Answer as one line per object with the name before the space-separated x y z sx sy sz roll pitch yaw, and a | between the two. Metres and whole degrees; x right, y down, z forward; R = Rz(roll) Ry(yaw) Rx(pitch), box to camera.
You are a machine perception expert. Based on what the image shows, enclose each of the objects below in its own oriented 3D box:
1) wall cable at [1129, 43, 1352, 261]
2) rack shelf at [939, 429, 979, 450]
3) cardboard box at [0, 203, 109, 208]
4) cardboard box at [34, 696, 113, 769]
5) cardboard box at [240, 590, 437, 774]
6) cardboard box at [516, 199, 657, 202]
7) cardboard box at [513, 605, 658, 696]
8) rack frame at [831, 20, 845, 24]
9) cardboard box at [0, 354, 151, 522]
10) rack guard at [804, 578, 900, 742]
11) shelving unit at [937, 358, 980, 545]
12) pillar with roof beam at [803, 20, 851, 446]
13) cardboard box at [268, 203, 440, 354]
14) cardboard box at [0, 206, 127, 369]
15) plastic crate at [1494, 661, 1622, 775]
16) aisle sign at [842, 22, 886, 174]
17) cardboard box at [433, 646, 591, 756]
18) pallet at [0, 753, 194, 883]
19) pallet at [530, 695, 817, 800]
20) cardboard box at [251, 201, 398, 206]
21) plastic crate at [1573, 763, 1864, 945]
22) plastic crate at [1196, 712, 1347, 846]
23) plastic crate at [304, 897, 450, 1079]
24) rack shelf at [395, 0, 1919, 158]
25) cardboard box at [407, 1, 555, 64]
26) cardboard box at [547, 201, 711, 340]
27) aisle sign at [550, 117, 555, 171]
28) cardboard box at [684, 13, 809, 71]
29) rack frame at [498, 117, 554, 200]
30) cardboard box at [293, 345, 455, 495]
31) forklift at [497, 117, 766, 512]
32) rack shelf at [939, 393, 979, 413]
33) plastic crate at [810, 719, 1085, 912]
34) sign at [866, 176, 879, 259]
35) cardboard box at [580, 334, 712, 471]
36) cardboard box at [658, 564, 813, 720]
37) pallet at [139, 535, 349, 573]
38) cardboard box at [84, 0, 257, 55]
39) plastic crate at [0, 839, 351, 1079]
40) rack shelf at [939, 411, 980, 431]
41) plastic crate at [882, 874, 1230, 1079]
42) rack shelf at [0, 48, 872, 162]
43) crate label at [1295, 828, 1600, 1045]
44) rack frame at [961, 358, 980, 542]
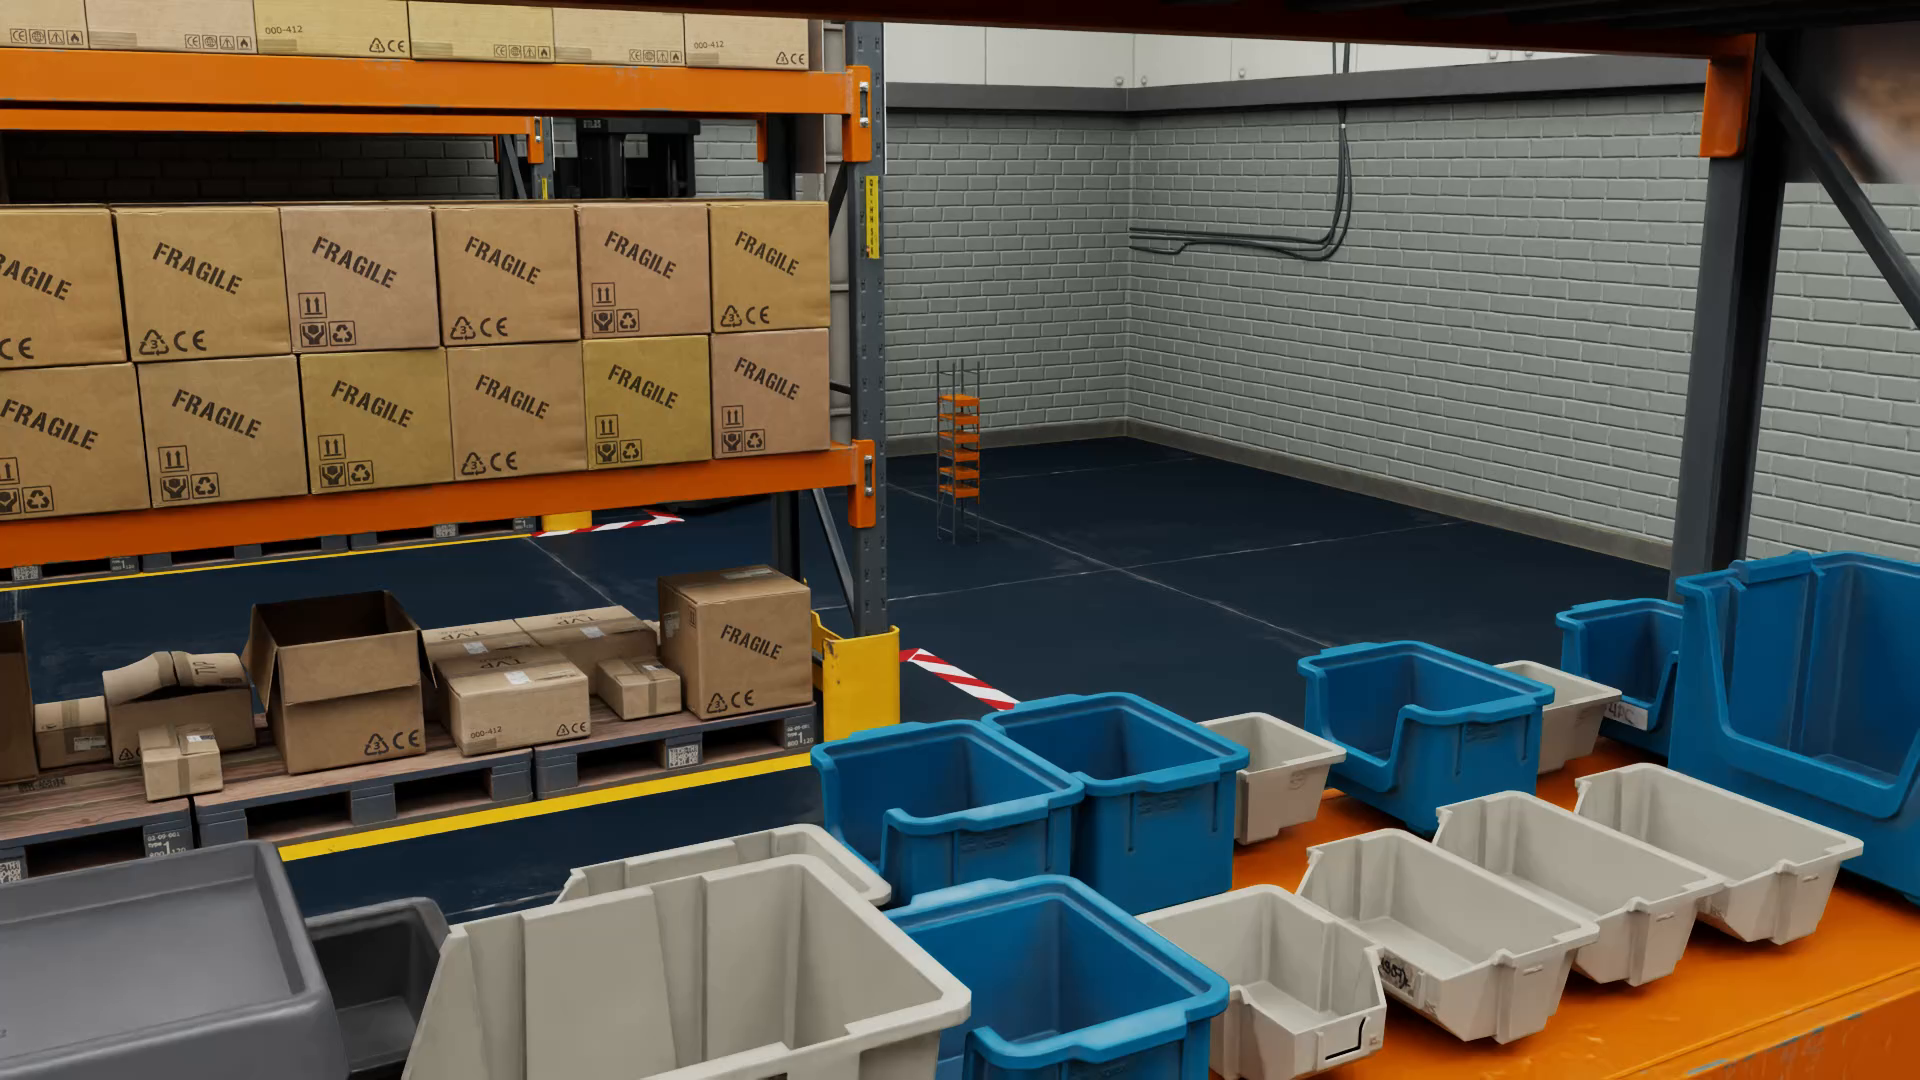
wall cable | 2.158 -3.580 13.592 0.112 2.526 3.097 -7 14 -28
rack shelf | -0.013 -0.658 10.954 0.180 0.103 0.258 -7 14 -28
cardboard box | -3.344 -0.961 6.041 0.500 0.500 0.500 -7 15 -29
cardboard box | -3.447 0.744 6.463 0.250 0.149 0.380 -7 14 -28
cardboard box | -2.465 0.538 6.571 0.637 0.503 0.797 -7 14 -28
cardboard box | -1.572 -1.172 6.979 0.500 0.500 0.500 -7 14 -27
cardboard box | -1.653 0.494 7.341 0.500 0.250 0.500 -7 14 -28
rack frame | -0.601 -3.614 6.673 0.127 3.000 1.000 -7 14 -28
cardboard box | -3.086 -0.371 5.698 0.500 0.500 0.500 -7 14 -27
rack guard | -0.668 0.540 7.571 0.348 0.500 1.175 -7 14 -28
shelving unit | -0.013 -0.584 10.971 0.189 1.200 0.258 -7 14 -28
pillar with roof beam | 1.040 -4.190 9.230 0.400 9.000 9.100 -7 14 -28
cardboard box | -2.207 -0.961 6.044 0.500 0.500 0.500 -6 14 -26
cardboard box | -3.111 -0.853 5.562 0.500 0.500 0.500 -7 15 -30
plastic crate | 1.073 0.347 3.198 0.298 0.136 0.250 -7 14 -28
aisle sign | -0.394 -1.904 6.816 0.004 0.787 0.394 -7 14 -28
cardboard box | -1.809 0.638 6.702 0.500 0.250 0.500 -7 14 -28
pallet | -3.509 1.022 6.089 1.213 0.211 1.003 -7 14 -28
pallet | -1.367 0.765 7.229 1.213 0.211 1.003 -7 14 -28
cardboard box | -2.459 -1.066 6.511 0.500 0.500 0.500 -7 14 -28
plastic crate | 1.140 0.488 2.575 0.243 0.136 0.396 -7 14 -28
plastic crate | 0.478 0.419 2.881 0.298 0.136 0.250 -7 14 -28
plastic crate | -0.888 0.624 1.996 0.590 0.125 0.437 -7 14 -28
rack shelf | 0.014 -0.635 1.903 4.000 0.370 1.077 -7 14 -28
cardboard box | -1.802 -1.867 6.084 0.500 0.250 0.500 -7 14 -28
cardboard box | -1.303 -1.071 6.531 0.500 0.500 0.500 -6 14 -26
aisle sign | -2.771 -2.860 11.063 0.004 0.787 0.394 -7 14 -28
cardboard box | -0.926 -1.973 6.553 0.500 0.250 0.500 -7 14 -28
rack frame | -2.978 -1.642 11.572 0.127 3.000 1.000 -7 14 -28
cardboard box | -2.200 -0.477 6.169 0.500 0.500 0.500 -7 14 -29
forklift | -2.790 -1.859 12.692 3.031 2.935 1.130 9 15 35
rack shelf | -0.013 -0.892 10.901 0.180 0.103 0.258 -7 14 -28
plastic crate | -0.025 0.453 2.511 0.300 0.233 0.416 -7 14 -28
sign | -0.353 -1.297 6.686 0.005 0.325 0.100 -7 14 -28
cardboard box | -1.317 -0.581 6.633 0.500 0.500 0.500 -7 14 -27
cardboard box | -0.960 0.422 7.093 0.500 0.500 0.500 -7 14 -28
pallet | -4.712 -0.055 10.871 1.213 0.211 1.003 -7 14 -28
cardboard box | -2.686 -1.764 5.627 0.500 0.250 0.500 -7 14 -28
plastic crate | -0.838 0.582 1.408 0.583 0.464 0.402 -7 14 -28
rack shelf | -0.013 -0.775 10.928 0.180 0.103 0.258 -7 14 -28
plastic crate | 0.089 0.585 1.921 0.300 0.233 0.416 -7 14 -28
rack shelf | -2.357 -1.589 6.147 4.000 0.370 1.077 -7 14 -28
crate label | 0.646 0.549 2.300 0.243 0.136 0.396 -7 14 -28
rack frame | 0.068 -0.593 11.013 0.006 1.200 0.240 -7 14 -28
